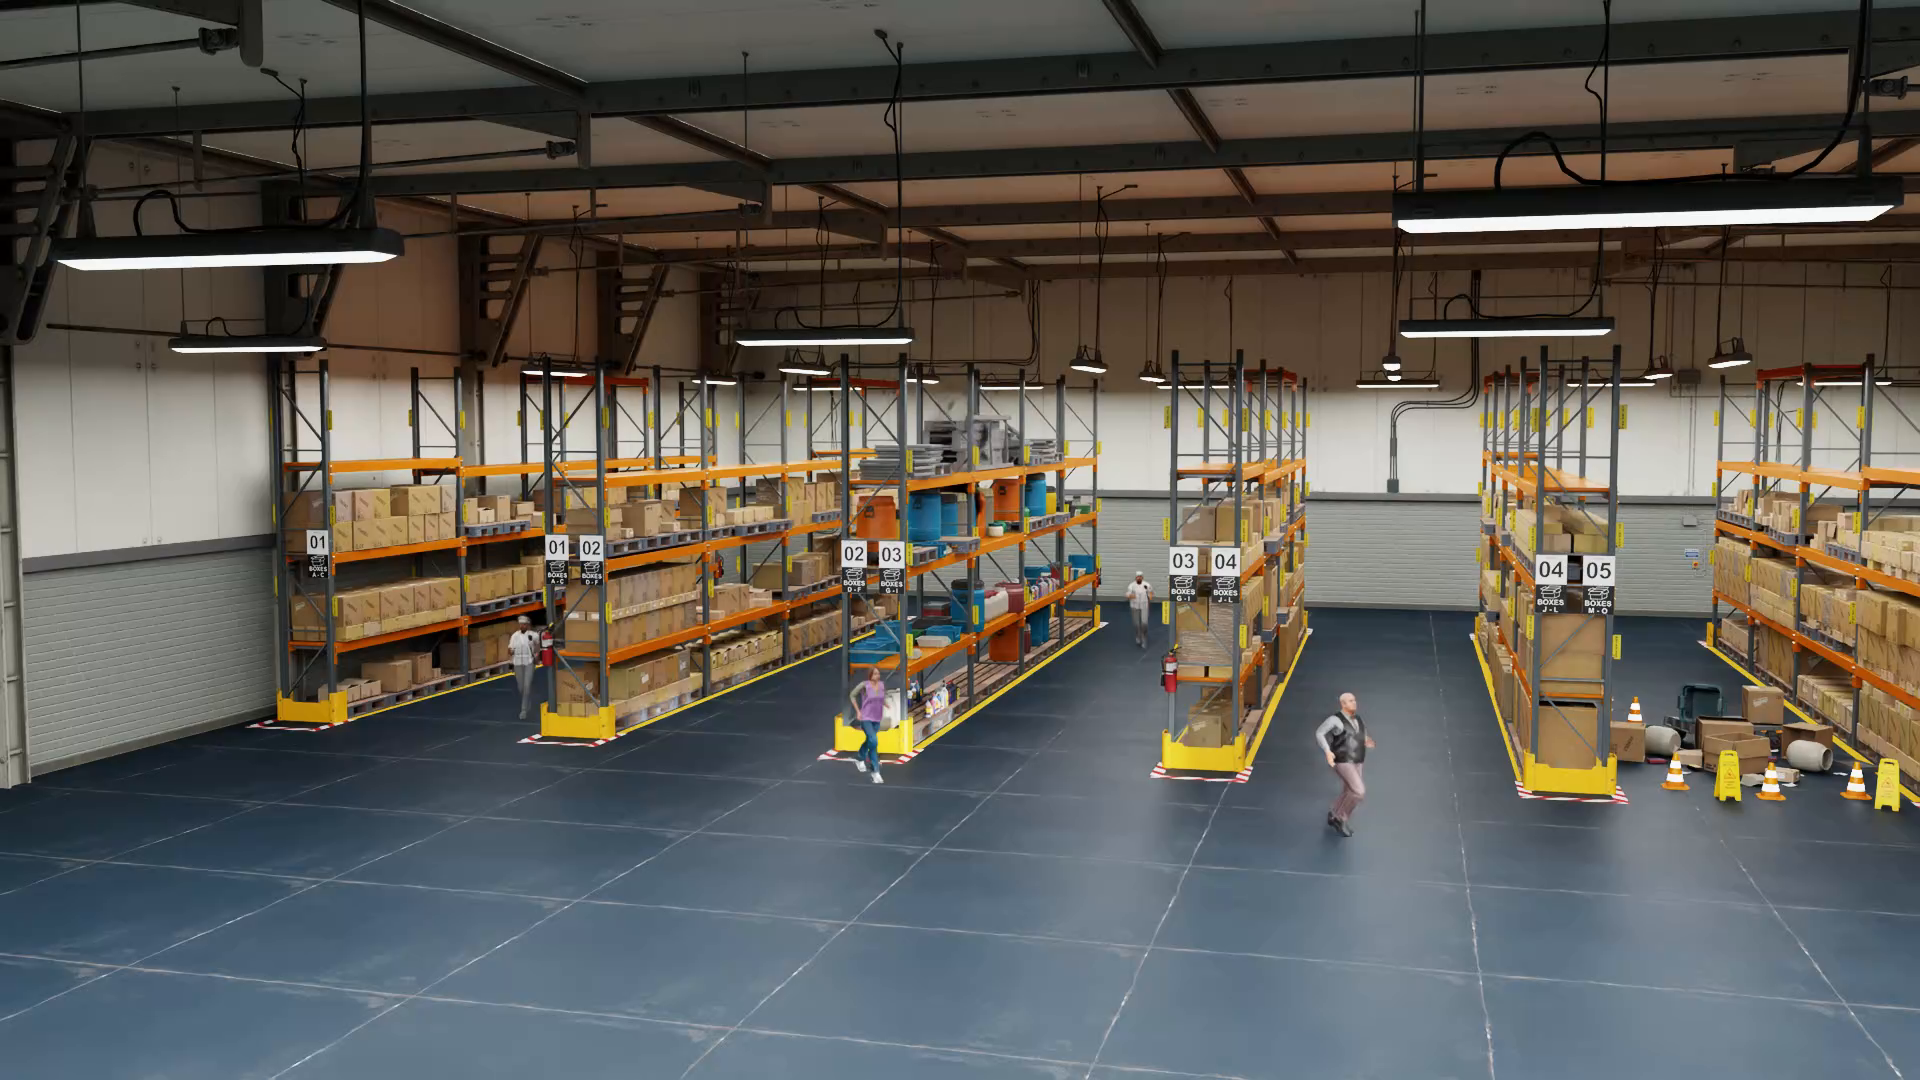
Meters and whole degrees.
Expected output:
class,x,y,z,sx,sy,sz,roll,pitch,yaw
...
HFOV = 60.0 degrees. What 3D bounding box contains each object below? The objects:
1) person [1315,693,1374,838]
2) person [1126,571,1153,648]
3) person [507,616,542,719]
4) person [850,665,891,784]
class,x,y,z,sx,sy,sz,roll,pitch,yaw
person,4.683,2.707,20.025,0.630,1.726,0.703,-3,5,-40
person,3.971,1.543,36.783,0.583,1.726,0.746,1,4,9
person,-7.366,2.117,28.146,0.579,1.699,0.923,0,4,0
person,-1.256,2.540,23.224,0.472,1.625,0.830,-3,5,-40
